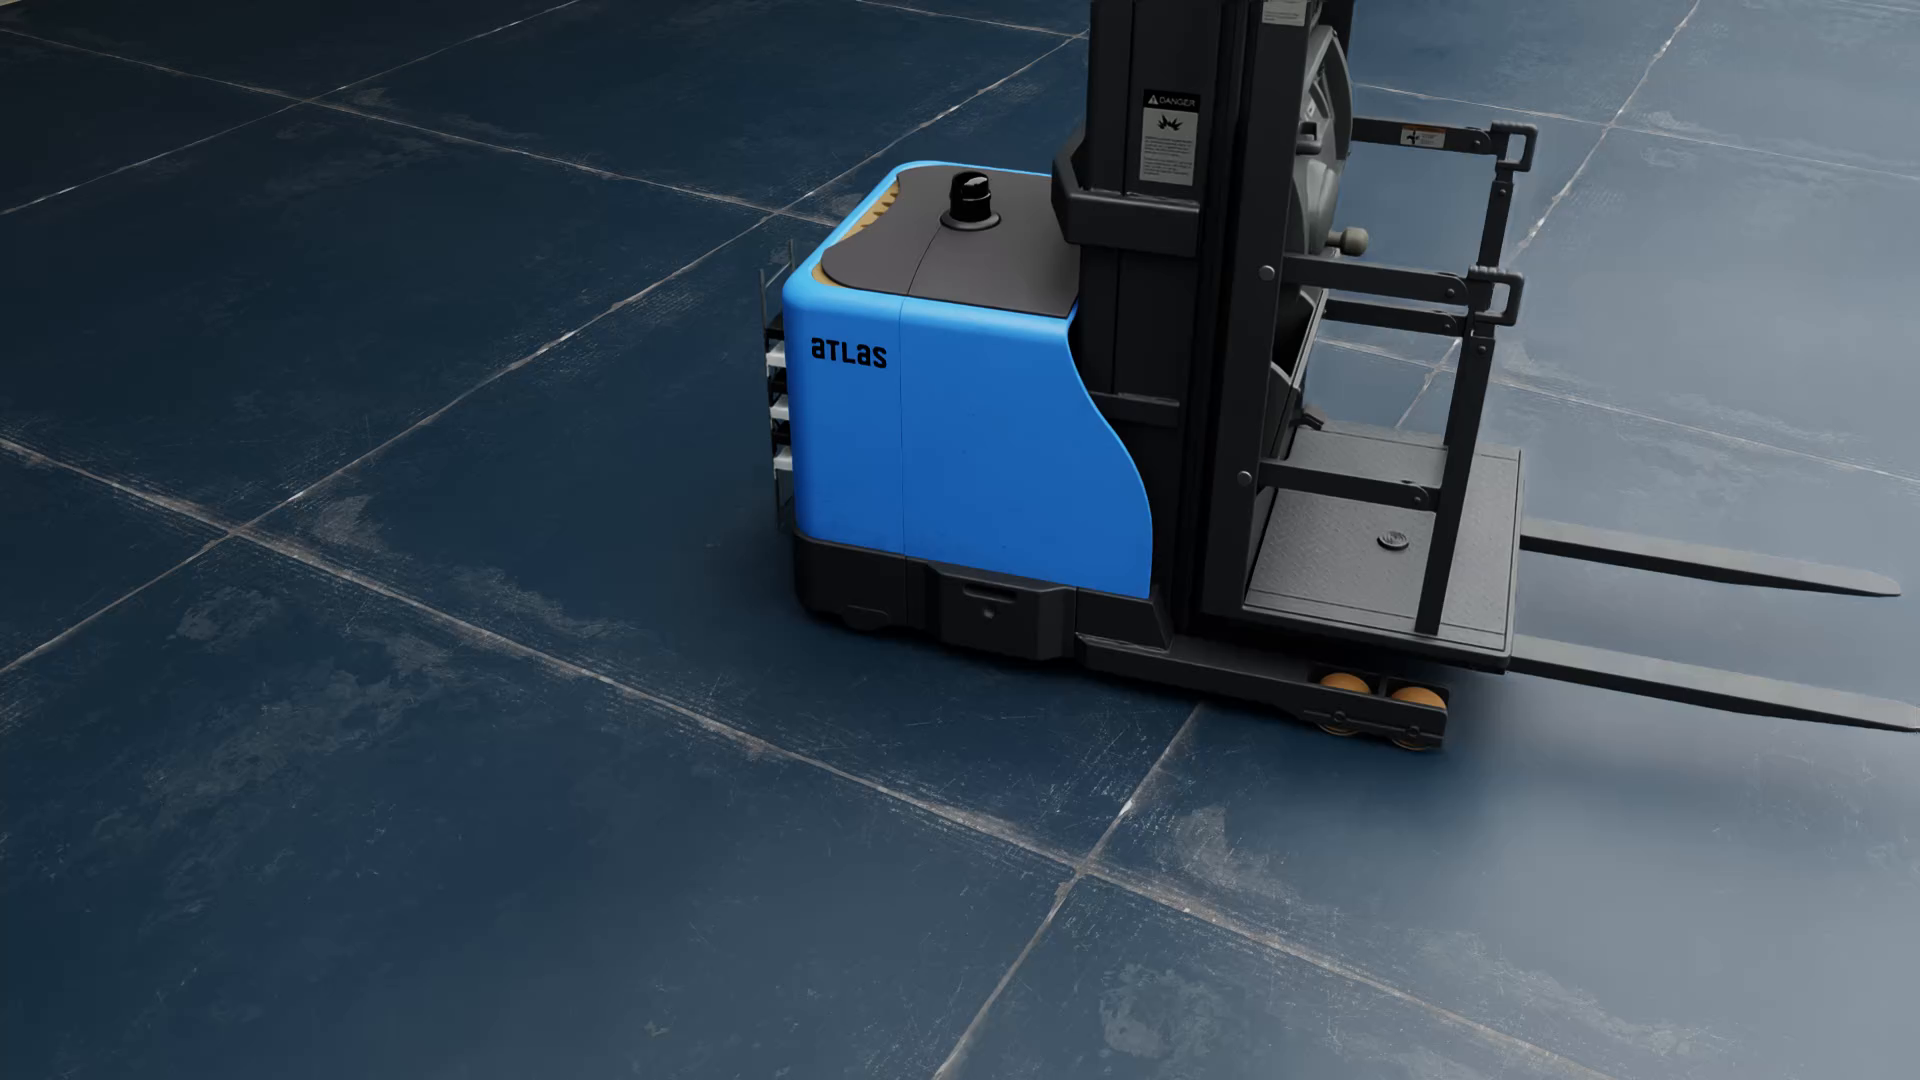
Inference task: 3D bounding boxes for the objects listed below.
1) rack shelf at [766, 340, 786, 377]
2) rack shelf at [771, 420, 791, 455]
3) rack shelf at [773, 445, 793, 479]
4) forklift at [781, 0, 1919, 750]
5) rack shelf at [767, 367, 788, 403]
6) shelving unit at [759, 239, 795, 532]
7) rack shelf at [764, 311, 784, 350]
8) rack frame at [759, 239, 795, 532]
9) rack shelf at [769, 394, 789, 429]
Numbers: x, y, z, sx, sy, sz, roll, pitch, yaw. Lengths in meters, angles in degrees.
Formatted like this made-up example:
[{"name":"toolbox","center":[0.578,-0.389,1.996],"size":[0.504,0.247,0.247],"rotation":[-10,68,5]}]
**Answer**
[{"name":"rack shelf","center":[-0.444,-0.569,5.028],"size":[0.200,0.077,0.258],"rotation":[10,35,15]},{"name":"rack shelf","center":[-0.444,-0.344,5.177],"size":[0.200,0.077,0.258],"rotation":[10,35,15]},{"name":"rack shelf","center":[-0.444,-0.269,5.227],"size":[0.200,0.077,0.258],"rotation":[10,35,15]},{"name":"forklift","center":[1.091,-0.994,4.098],"size":[3.031,2.935,1.130],"rotation":[10,35,15]},{"name":"rack shelf","center":[-0.444,-0.494,5.077],"size":[0.200,0.077,0.258],"rotation":[10,35,15]},{"name":"shelving unit","center":[-0.444,-0.447,5.109],"size":[0.210,0.900,0.258],"rotation":[10,35,15]},{"name":"rack shelf","center":[-0.444,-0.644,4.978],"size":[0.200,0.077,0.258],"rotation":[10,35,15]},{"name":"rack frame","center":[-0.541,-0.464,5.135],"size":[0.006,0.900,0.240],"rotation":[10,35,15]},{"name":"rack shelf","center":[-0.444,-0.419,5.127],"size":[0.200,0.077,0.258],"rotation":[10,35,15]}]
